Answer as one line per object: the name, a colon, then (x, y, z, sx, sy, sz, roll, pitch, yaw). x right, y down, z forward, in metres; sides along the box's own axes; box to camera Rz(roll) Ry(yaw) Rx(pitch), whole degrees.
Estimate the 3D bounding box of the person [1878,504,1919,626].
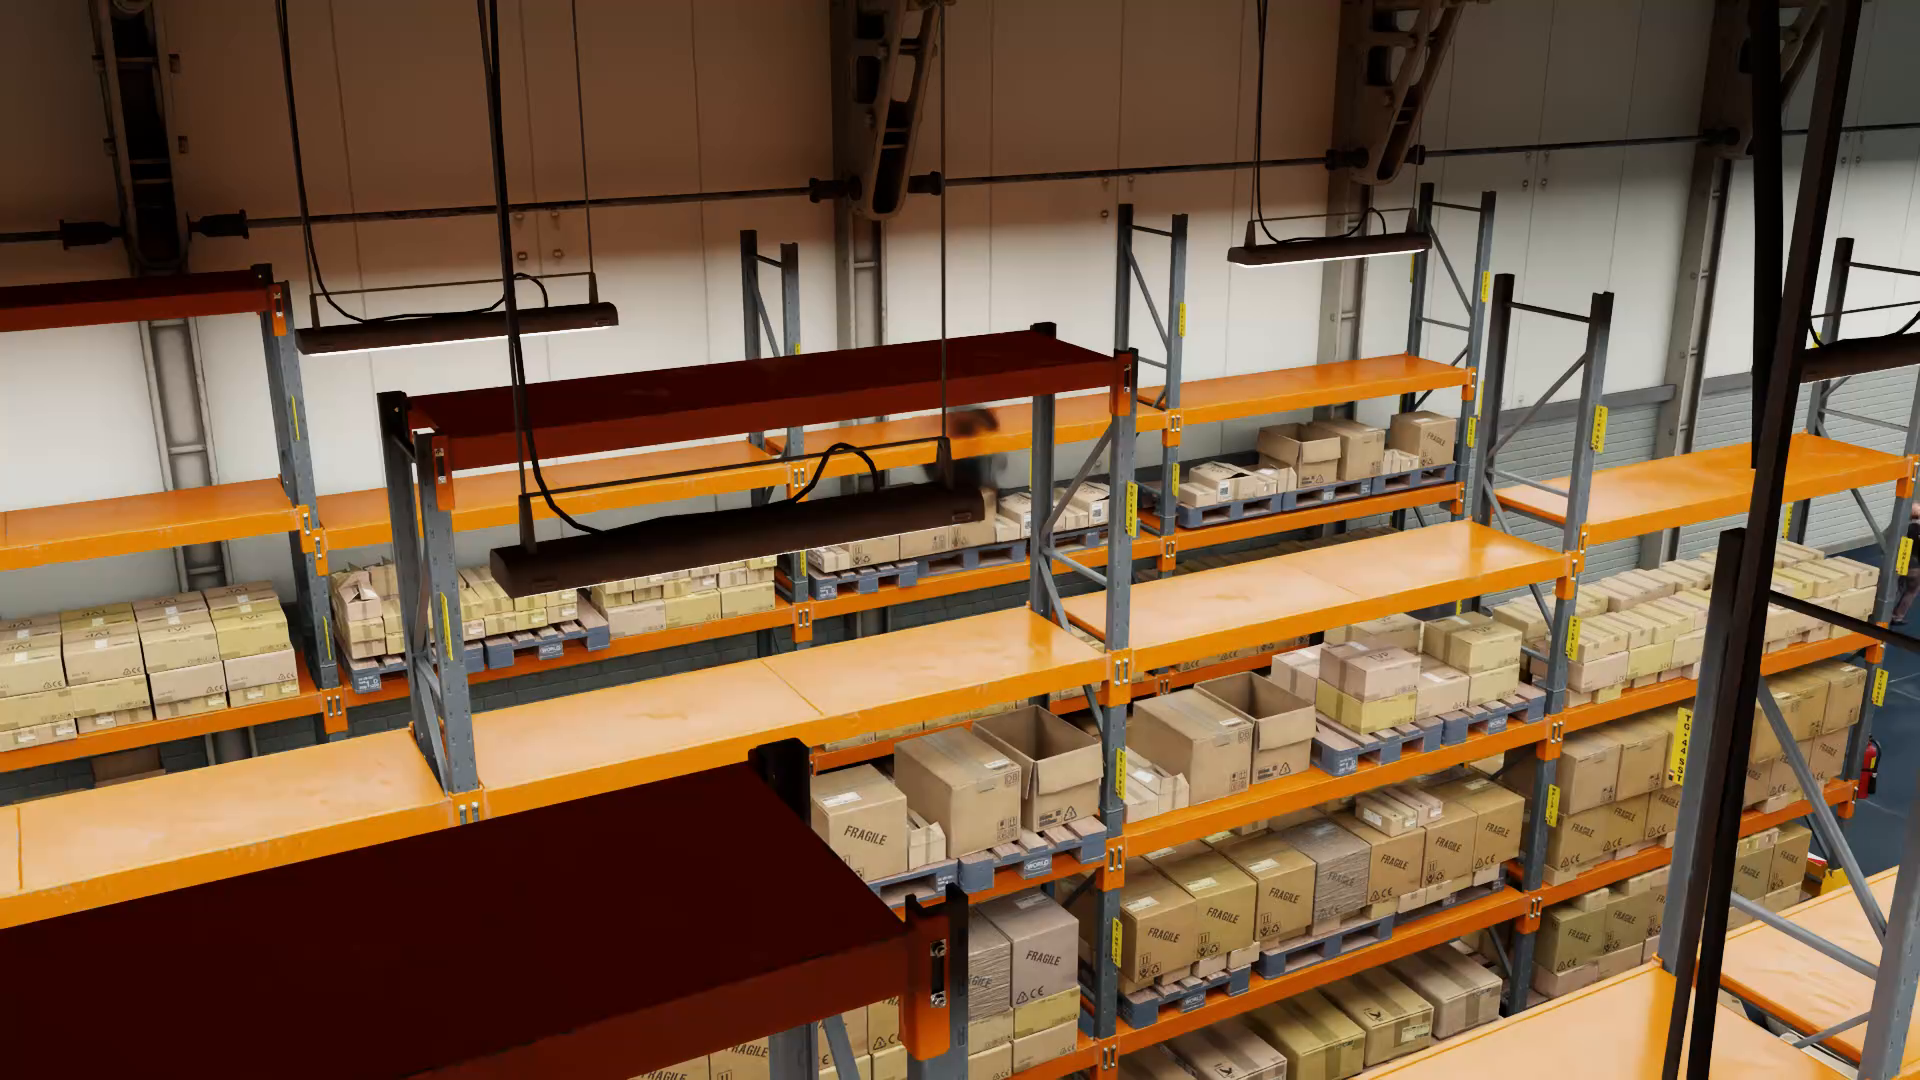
person: (12.437, 0.327, 21.881, 0.609, 1.686, 0.691, -13, 22, -35)
